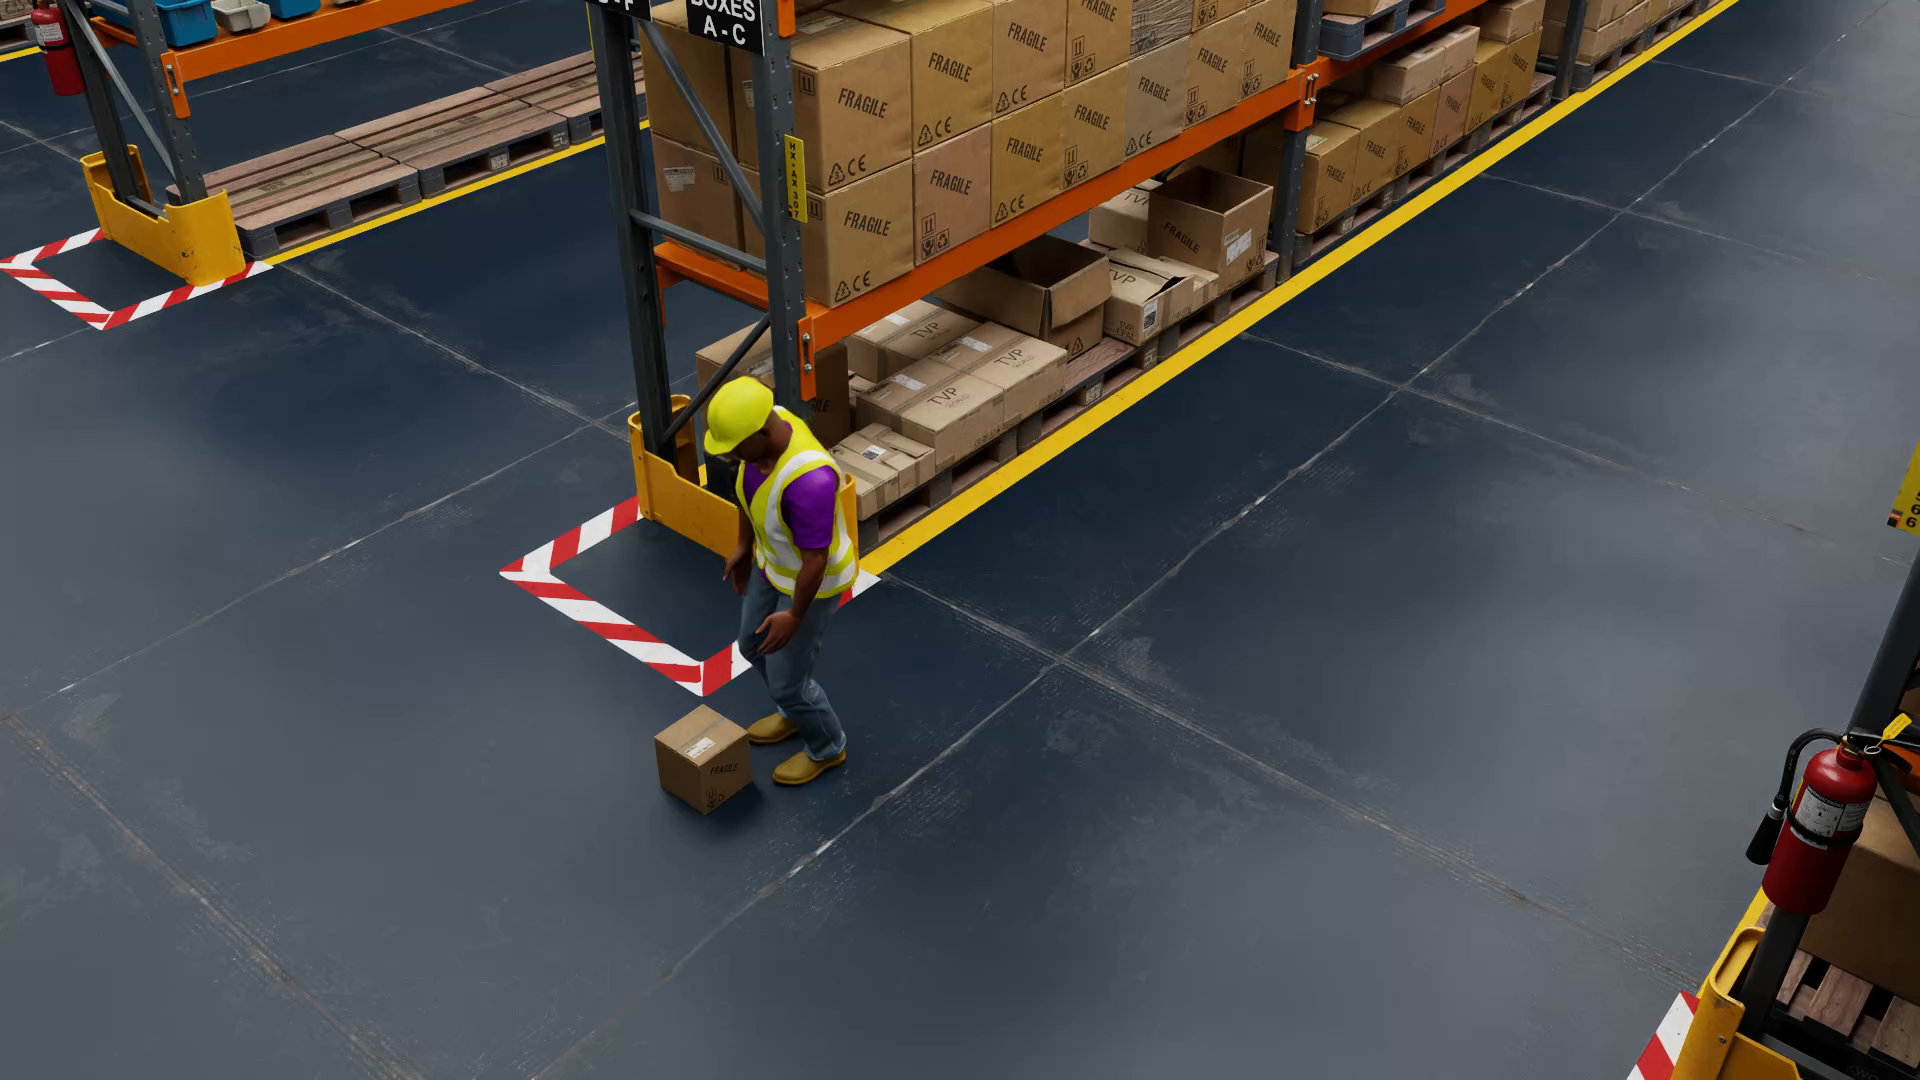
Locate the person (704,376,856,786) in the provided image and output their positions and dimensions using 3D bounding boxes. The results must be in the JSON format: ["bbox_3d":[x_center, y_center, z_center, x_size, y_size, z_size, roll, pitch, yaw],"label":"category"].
[{"bbox_3d":[-0.630,0.145,5.982,0.491,1.693,0.599,-17,38,-23],"label":"person"}]
